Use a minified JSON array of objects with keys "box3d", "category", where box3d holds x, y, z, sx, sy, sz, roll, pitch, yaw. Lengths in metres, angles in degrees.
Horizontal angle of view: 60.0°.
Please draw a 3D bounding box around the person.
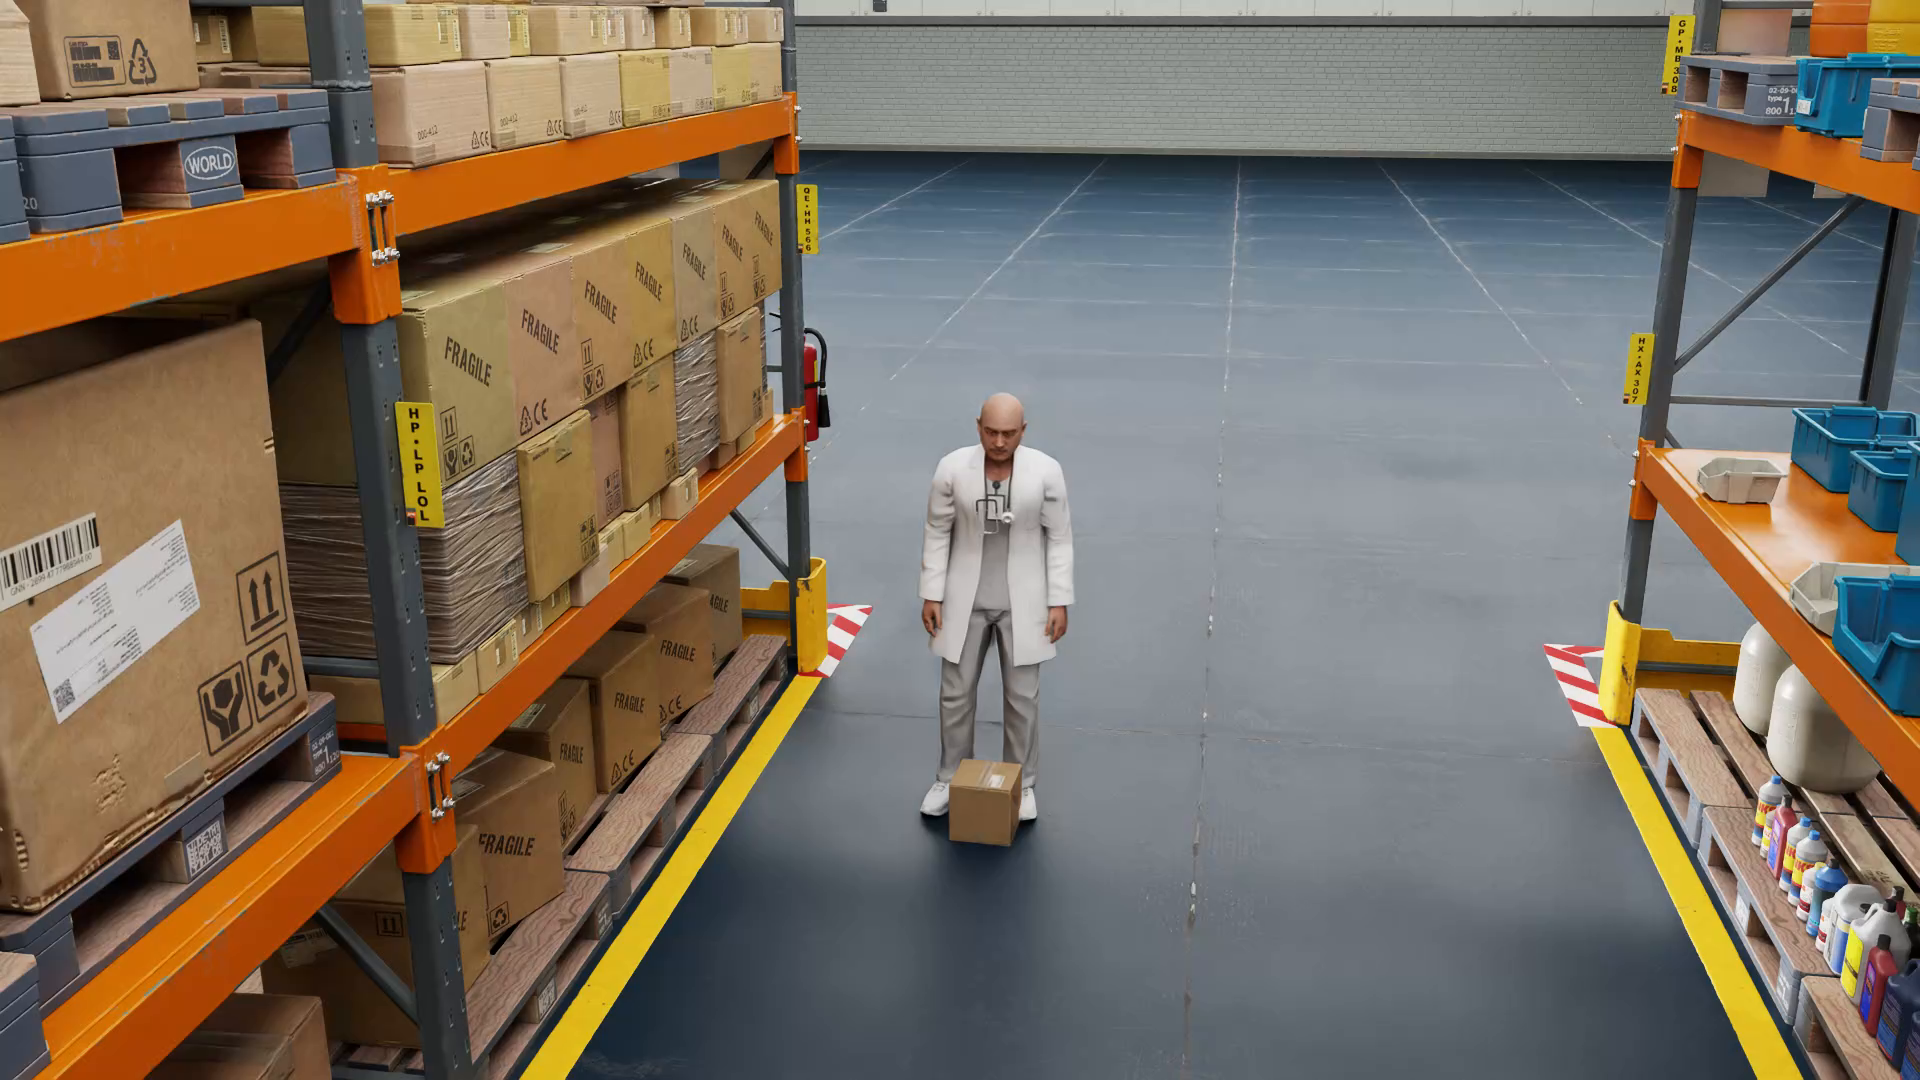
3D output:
[{"box3d":[0.144,0.262,6.755,0.642,1.772,0.428,2,18,6],"category":"person"}]
